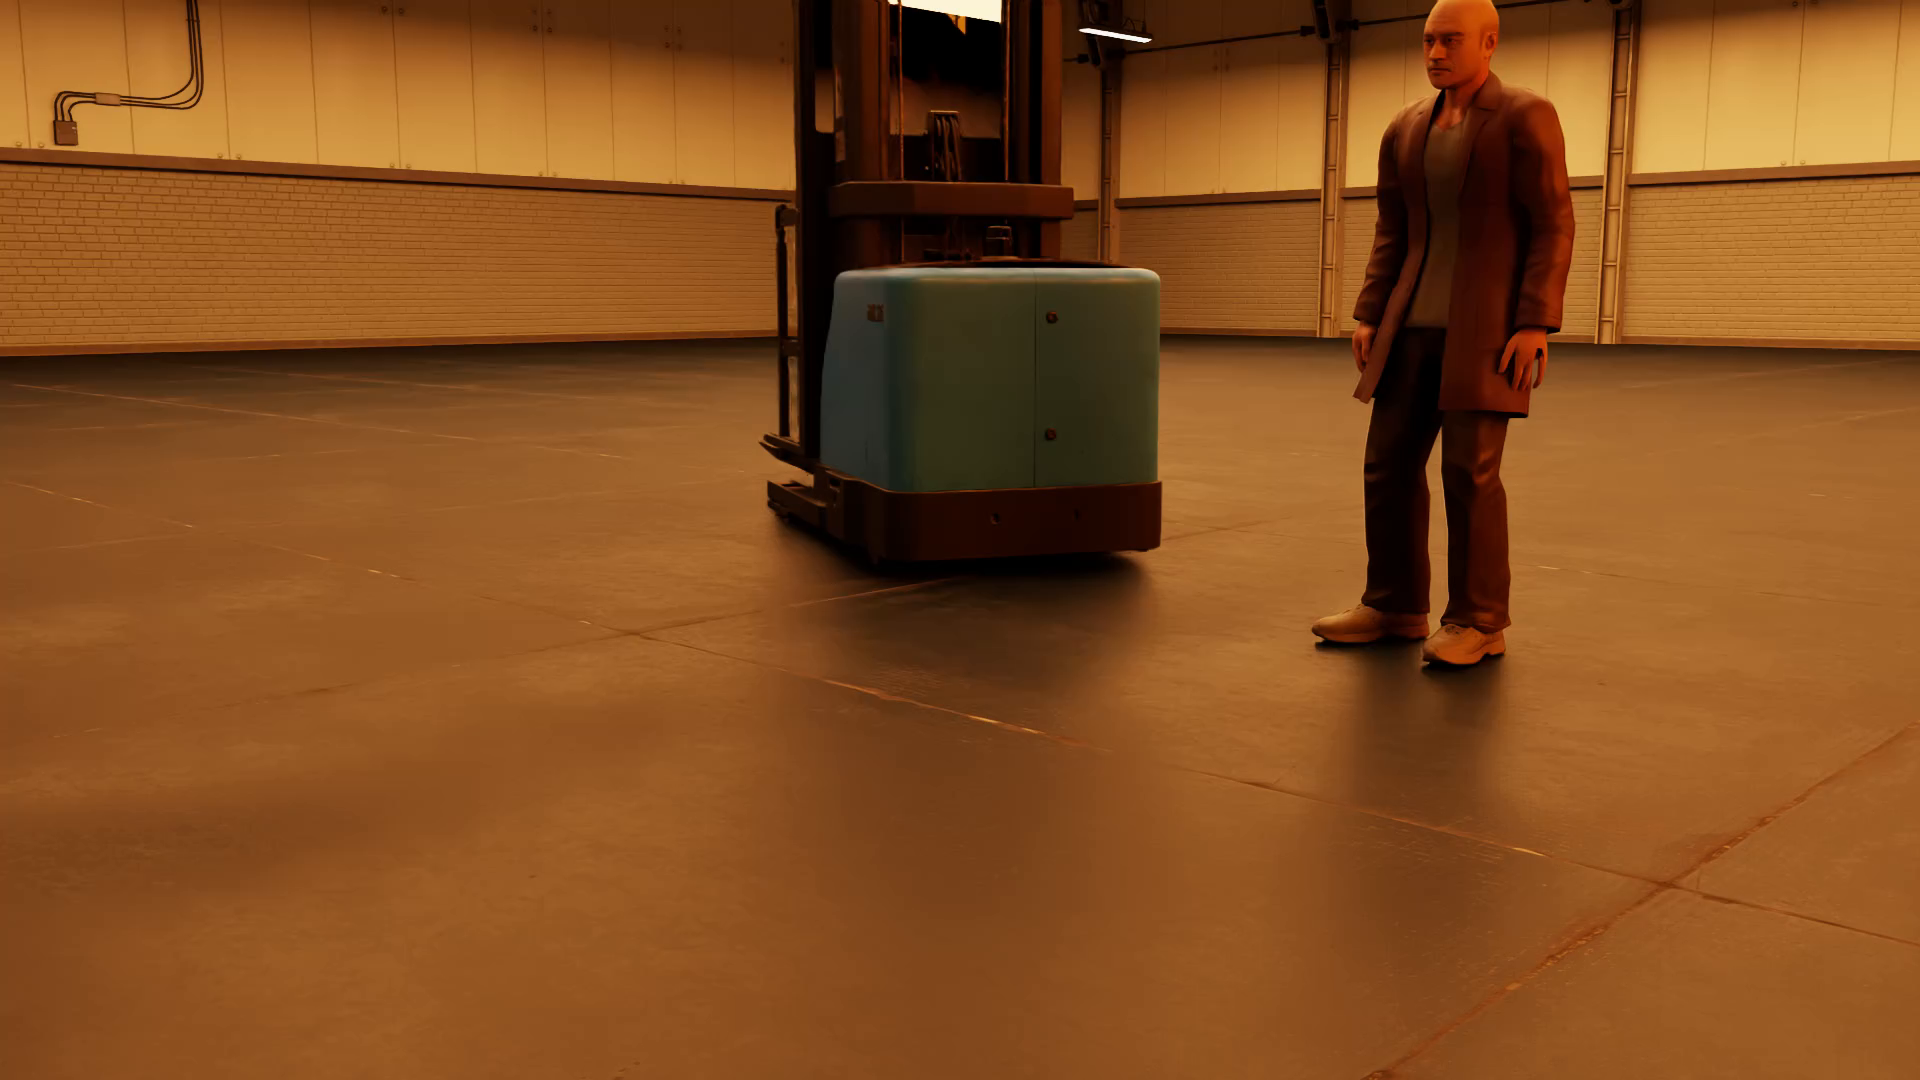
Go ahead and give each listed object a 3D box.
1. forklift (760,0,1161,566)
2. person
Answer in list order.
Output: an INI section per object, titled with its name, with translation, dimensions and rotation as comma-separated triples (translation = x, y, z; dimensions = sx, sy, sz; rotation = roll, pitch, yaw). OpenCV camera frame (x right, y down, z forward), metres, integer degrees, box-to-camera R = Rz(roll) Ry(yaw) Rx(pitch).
[forklift]
translation = -0.221, -1.537, 7.081
dimensions = 1.130, 2.935, 3.031
rotation = -3, 9, -19
[person]
translation = 1.334, -0.566, 4.520
dimensions = 0.430, 1.772, 0.644
rotation = -6, 11, -36
